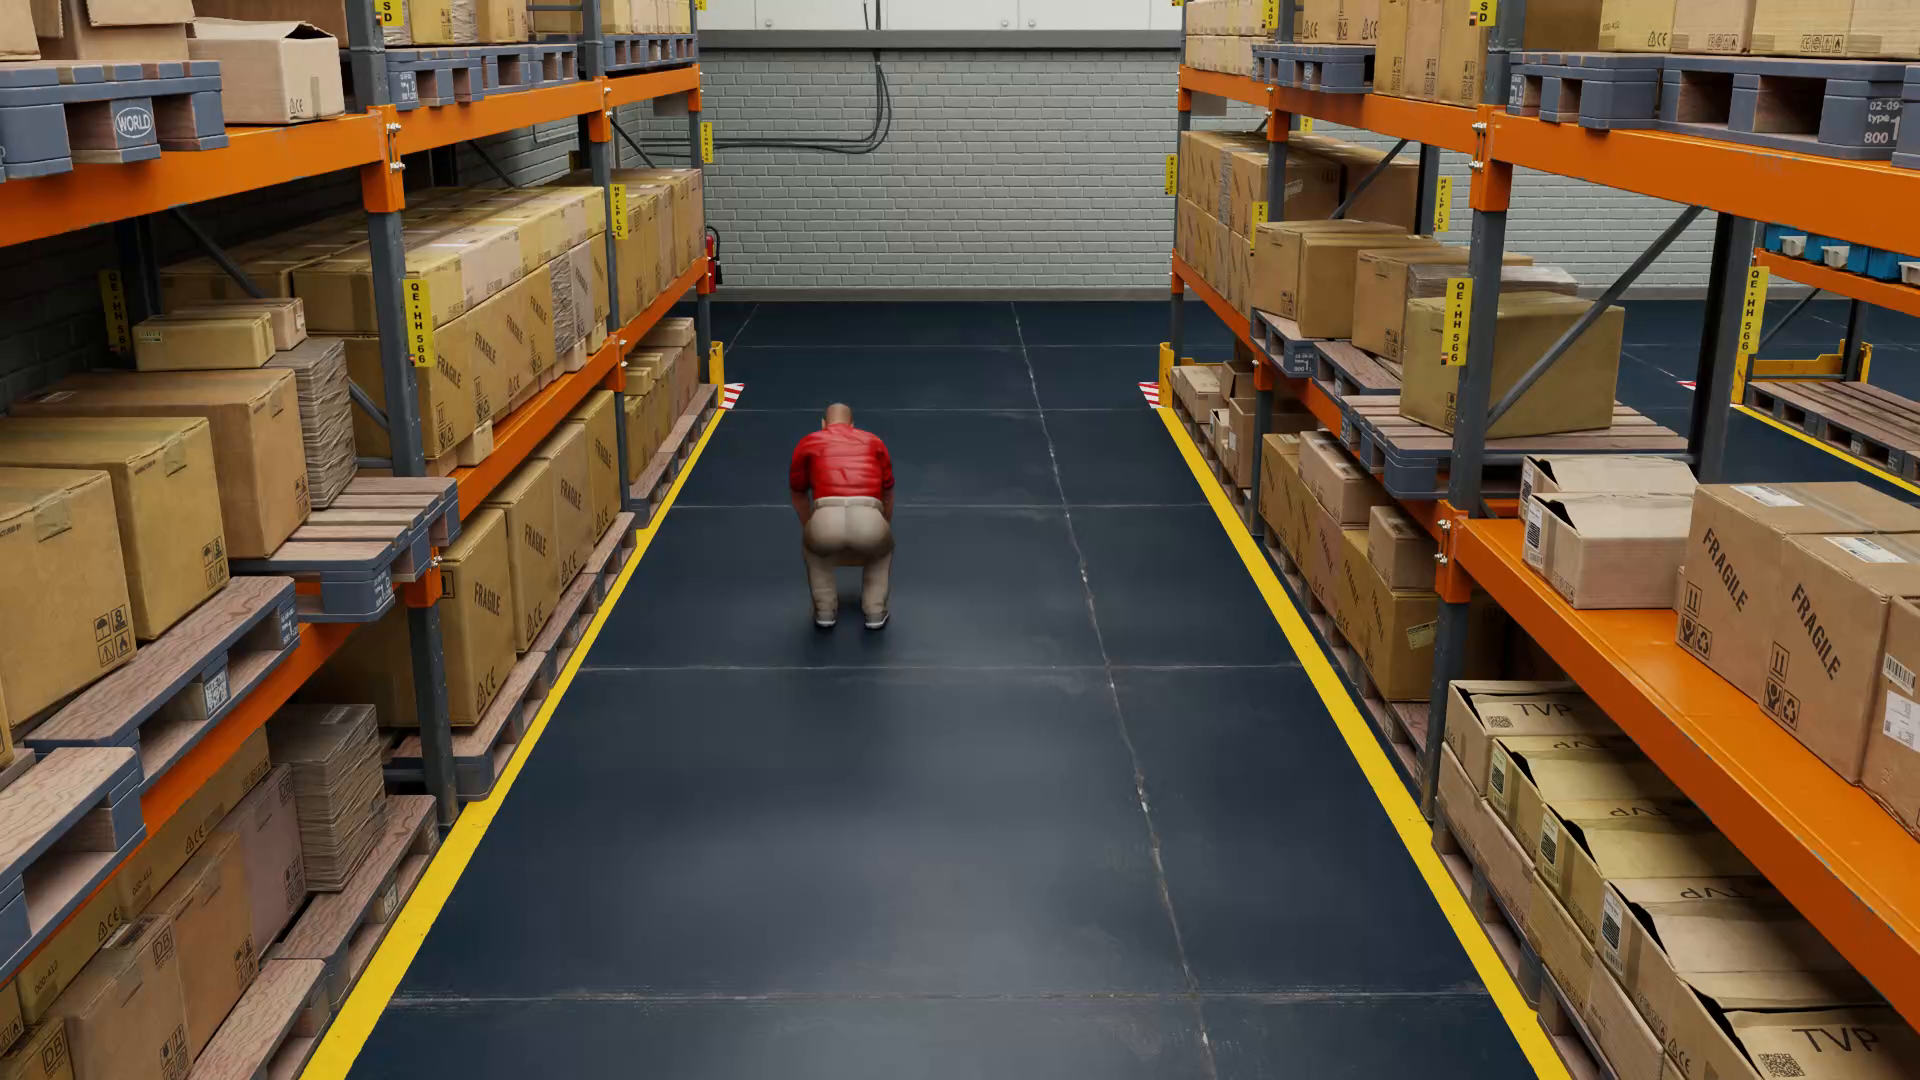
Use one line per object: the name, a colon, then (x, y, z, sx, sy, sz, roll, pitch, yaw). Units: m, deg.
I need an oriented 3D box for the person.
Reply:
person: (-0.640, -0.119, 8.994, 0.576, 1.130, 0.820, 0, 17, -1)
